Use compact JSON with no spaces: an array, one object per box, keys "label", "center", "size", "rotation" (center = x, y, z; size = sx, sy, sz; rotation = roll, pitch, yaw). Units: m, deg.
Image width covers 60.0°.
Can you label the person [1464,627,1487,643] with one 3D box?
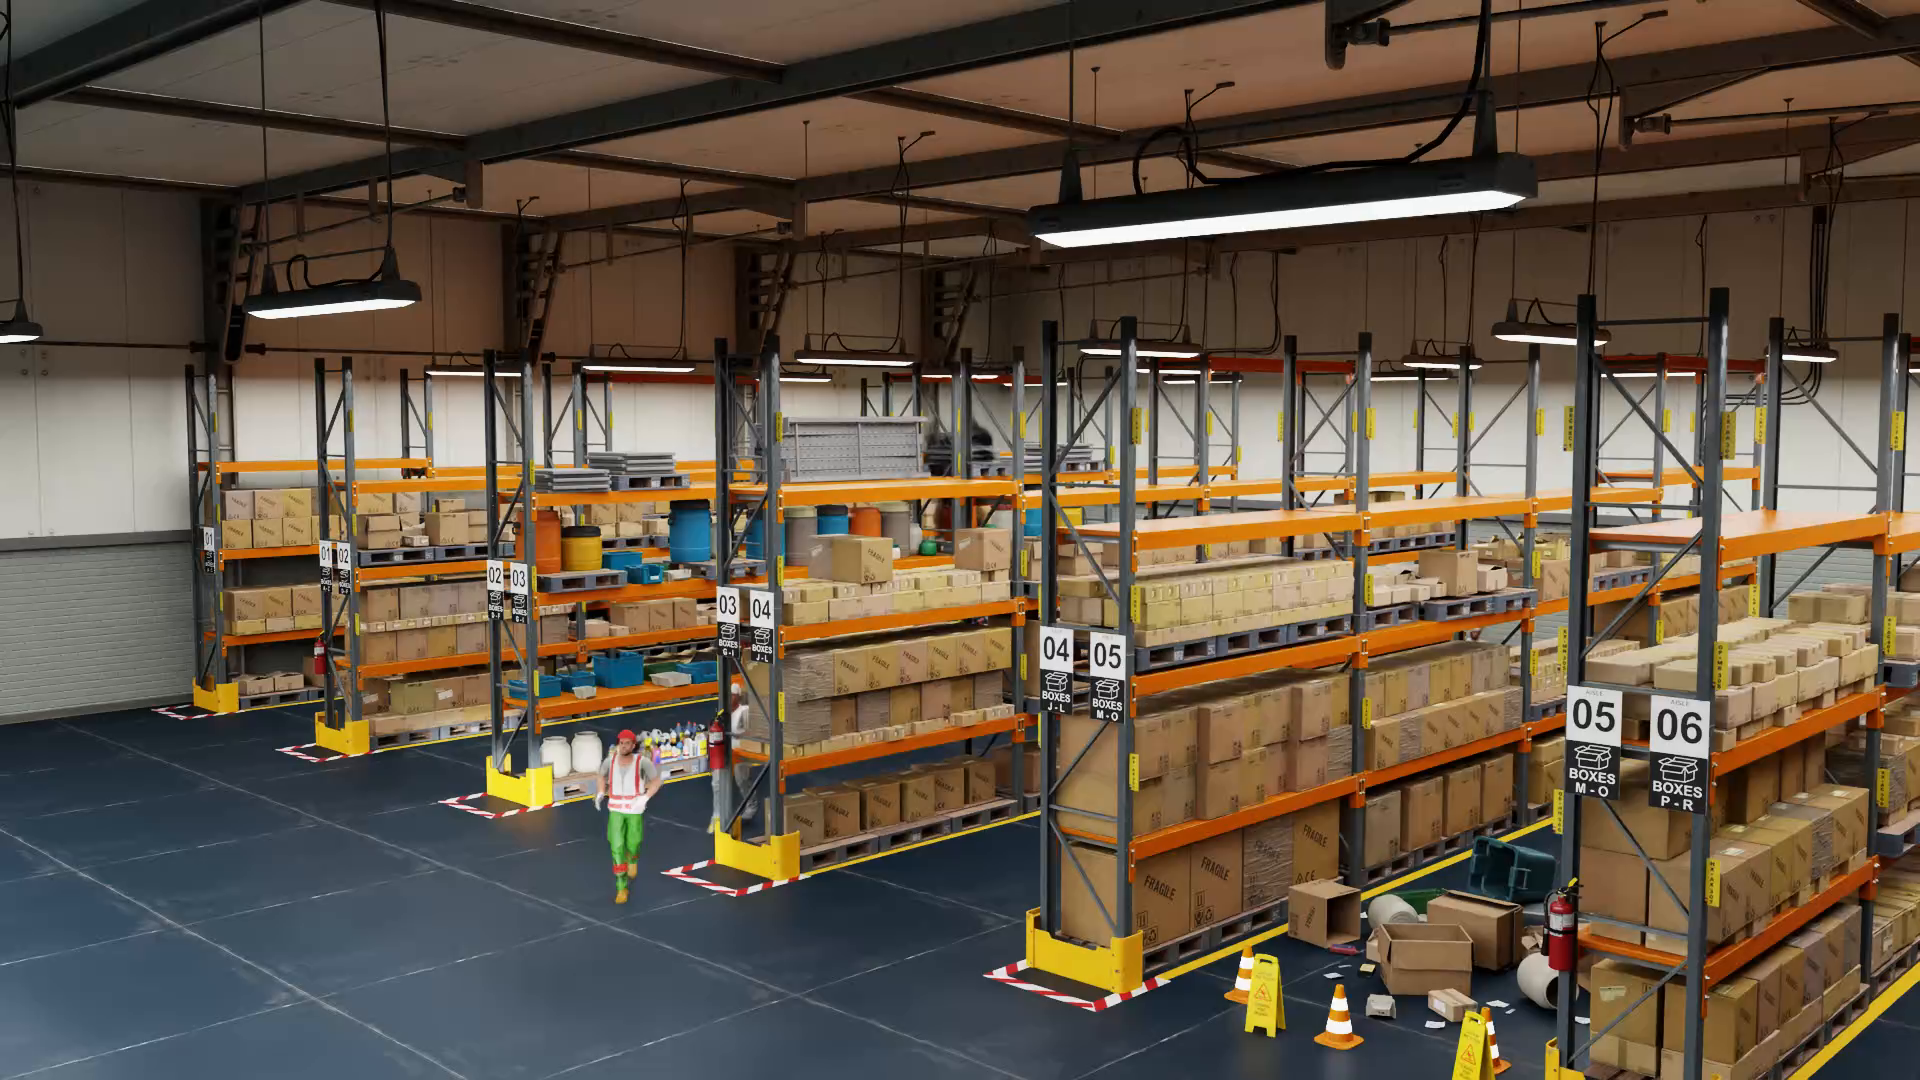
[{"label":"person","center":[8.446,2.229,27.366],"size":[0.548,1.759,0.768],"rotation":[3,5,34]}]

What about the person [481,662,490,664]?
[{"label":"person","center":[-8.214,2.017,29.202],"size":[0.694,1.767,0.969],"rotation":[4,6,40]}]

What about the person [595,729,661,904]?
[{"label":"person","center":[-3.569,2.923,17.878],"size":[0.698,1.802,0.874],"rotation":[0,4,0]}]

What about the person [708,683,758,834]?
[{"label":"person","center":[-2.816,2.679,20.679],"size":[0.687,1.831,0.790],"rotation":[2,5,26]}]
